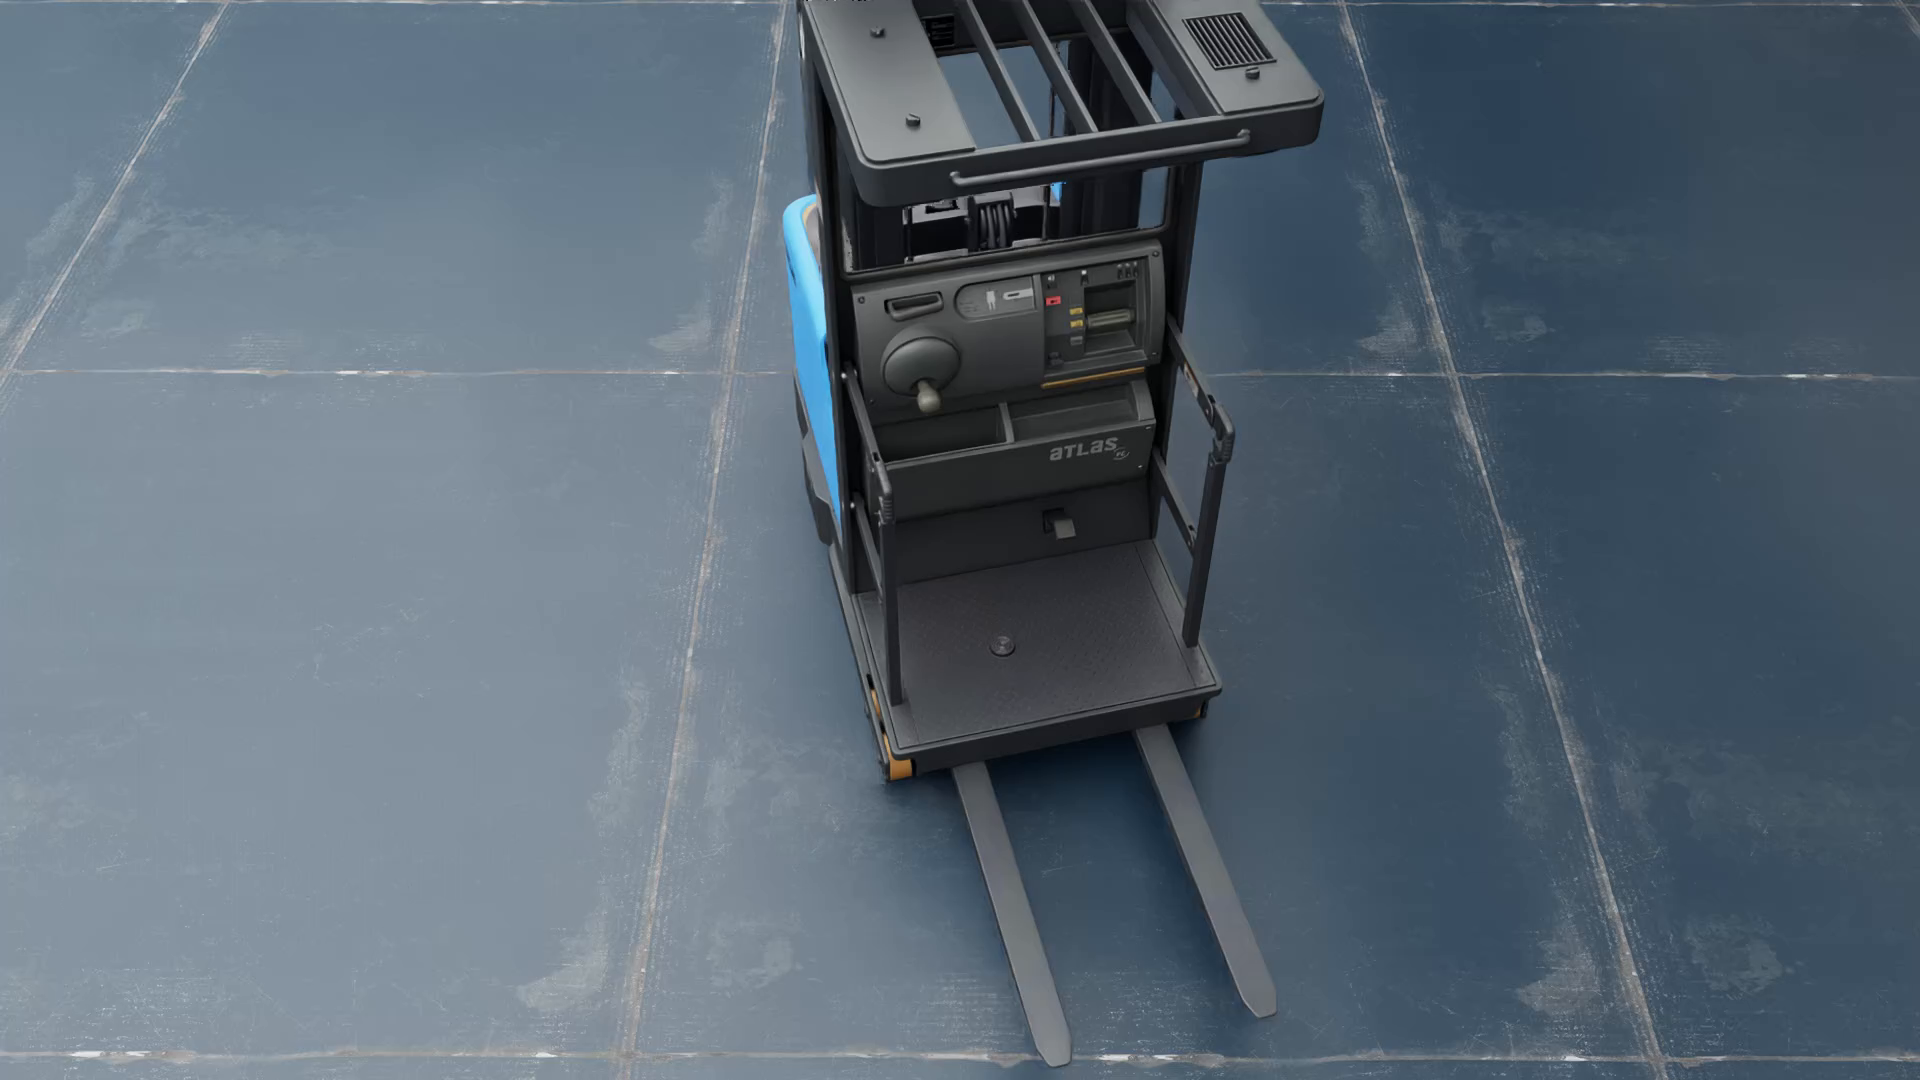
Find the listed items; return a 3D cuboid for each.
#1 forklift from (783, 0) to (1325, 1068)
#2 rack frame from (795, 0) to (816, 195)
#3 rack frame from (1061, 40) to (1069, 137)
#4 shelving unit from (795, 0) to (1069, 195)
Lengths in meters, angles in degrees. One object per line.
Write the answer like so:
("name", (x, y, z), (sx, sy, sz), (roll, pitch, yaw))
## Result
("forklift", (0.206, -0.523, 4.735), (1.130, 2.935, 3.031), (-10, 48, -10))
("rack frame", (-0.567, -1.335, 6.468), (0.032, 1.500, 0.500), (-4, 47, -4))
("rack frame", (0.445, -1.409, 6.537), (0.032, 1.500, 0.500), (-4, 47, -4))
("shelving unit", (-0.061, -1.372, 6.503), (1.048, 1.500, 0.538), (-4, 47, -4))
